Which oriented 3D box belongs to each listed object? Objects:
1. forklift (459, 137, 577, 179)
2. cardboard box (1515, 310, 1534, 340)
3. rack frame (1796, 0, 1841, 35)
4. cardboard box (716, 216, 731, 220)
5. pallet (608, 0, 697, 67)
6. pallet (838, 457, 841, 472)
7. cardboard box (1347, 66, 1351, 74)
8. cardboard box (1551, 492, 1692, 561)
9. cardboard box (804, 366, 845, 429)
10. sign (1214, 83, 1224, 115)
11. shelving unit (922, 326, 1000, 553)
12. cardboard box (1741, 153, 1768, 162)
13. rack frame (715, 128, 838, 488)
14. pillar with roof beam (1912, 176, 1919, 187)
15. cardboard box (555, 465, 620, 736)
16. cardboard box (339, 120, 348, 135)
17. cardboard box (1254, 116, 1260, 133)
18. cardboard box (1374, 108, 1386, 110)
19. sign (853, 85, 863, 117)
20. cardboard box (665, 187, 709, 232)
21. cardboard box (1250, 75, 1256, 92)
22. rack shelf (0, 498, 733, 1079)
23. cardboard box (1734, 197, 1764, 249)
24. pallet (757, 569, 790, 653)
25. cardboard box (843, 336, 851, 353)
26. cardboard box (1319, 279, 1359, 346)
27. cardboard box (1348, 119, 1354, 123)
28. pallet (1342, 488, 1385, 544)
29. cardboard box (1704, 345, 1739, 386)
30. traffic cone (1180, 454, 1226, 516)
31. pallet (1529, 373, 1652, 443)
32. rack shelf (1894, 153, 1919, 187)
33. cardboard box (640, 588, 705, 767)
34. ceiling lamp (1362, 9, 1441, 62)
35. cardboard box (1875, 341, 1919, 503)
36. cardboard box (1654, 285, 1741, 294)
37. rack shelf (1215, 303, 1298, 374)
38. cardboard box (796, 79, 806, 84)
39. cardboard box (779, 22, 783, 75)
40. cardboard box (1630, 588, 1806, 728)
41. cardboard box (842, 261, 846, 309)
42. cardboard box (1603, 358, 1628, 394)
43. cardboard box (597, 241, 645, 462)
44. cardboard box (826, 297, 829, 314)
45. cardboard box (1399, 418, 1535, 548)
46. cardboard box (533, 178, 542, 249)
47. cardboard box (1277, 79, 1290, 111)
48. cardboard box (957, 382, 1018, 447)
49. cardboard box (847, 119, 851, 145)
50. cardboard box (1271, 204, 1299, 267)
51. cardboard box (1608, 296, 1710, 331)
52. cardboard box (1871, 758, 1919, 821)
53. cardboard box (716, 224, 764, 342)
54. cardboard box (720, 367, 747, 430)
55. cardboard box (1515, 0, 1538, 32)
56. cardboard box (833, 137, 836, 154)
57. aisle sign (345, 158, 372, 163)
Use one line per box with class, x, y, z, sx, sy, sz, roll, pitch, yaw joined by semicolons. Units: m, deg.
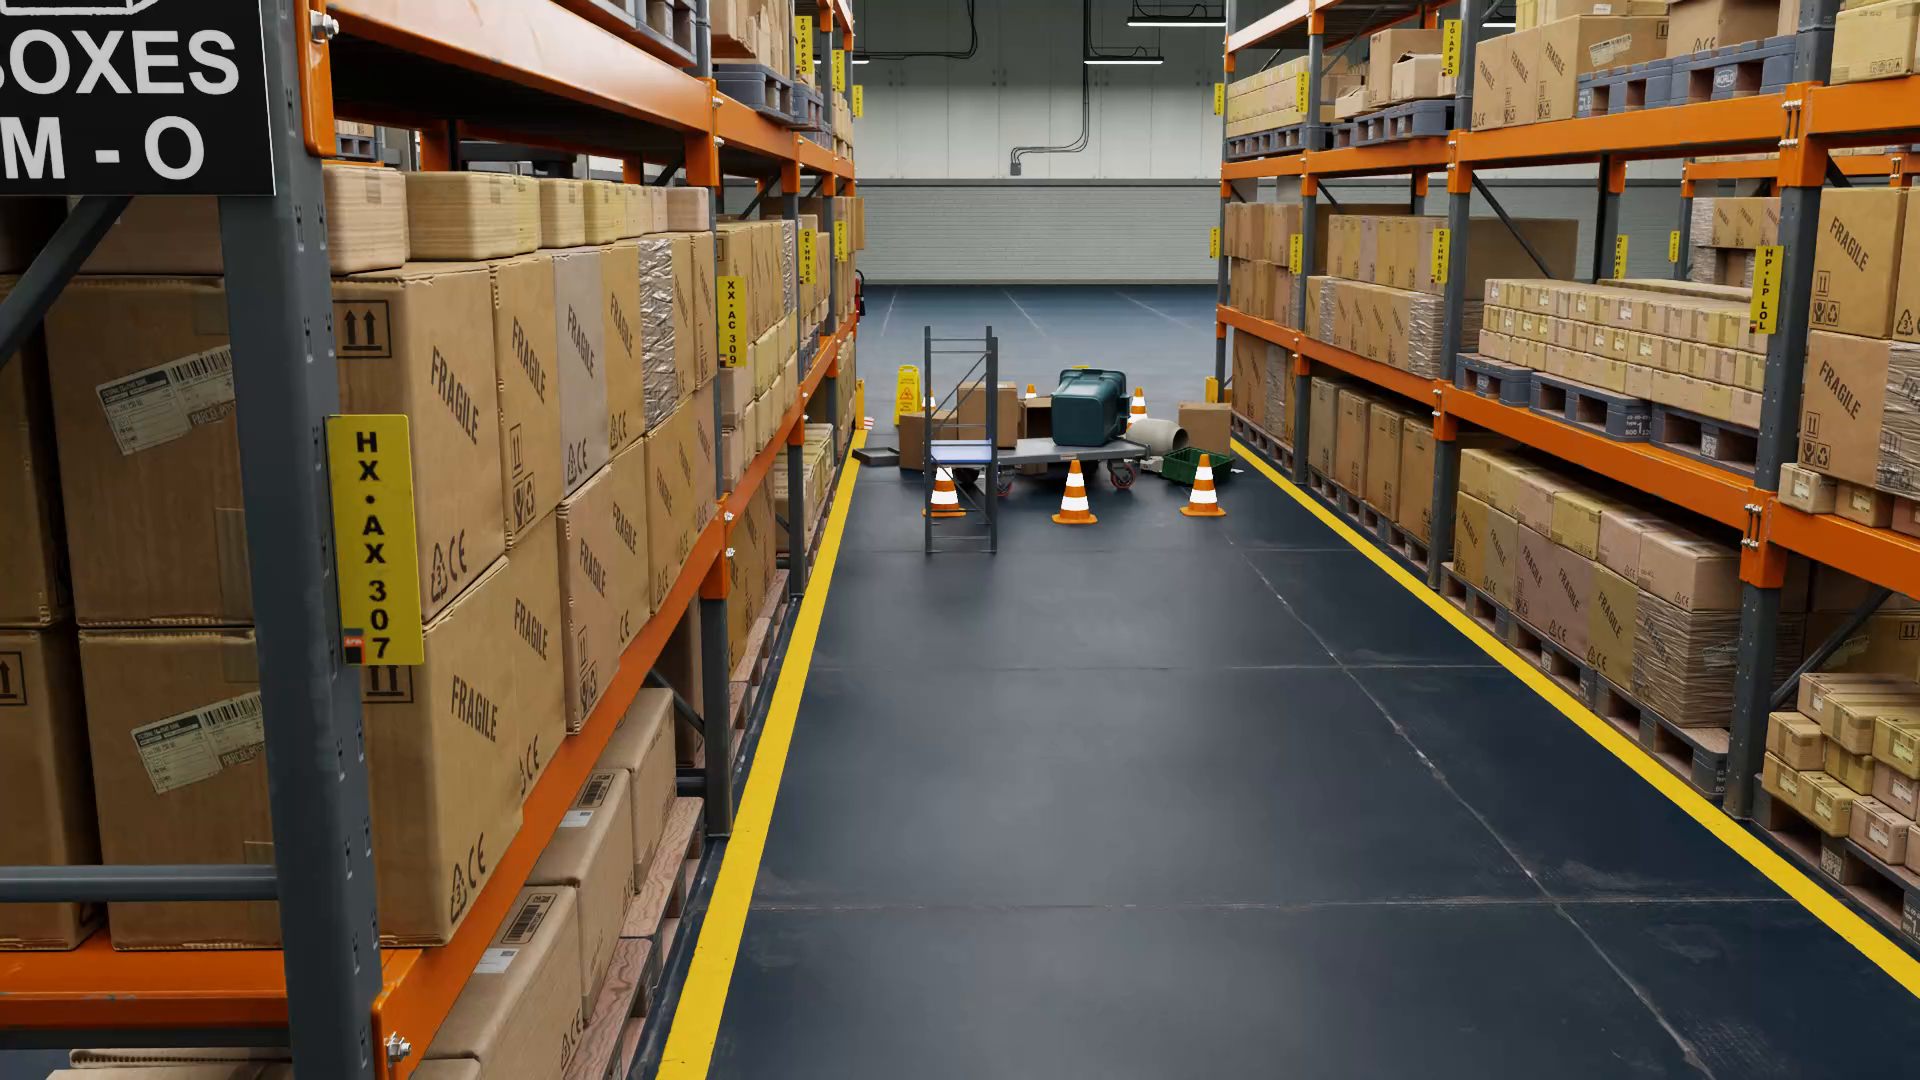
forklift;-3.045;-1.453;11.849;1.130;2.935;3.031;0;11;0
cardboard box;3.305;-1.189;9.203;0.380;0.149;0.250;-1;11;-3
rack frame;3.562;-3.309;5.738;1.000;3.000;0.127;0;11;-1
cardboard box;-1.783;-2.166;11.506;0.380;0.149;0.250;-1;11;-4
pallet;-1.378;-1.593;5.044;1.003;0.211;1.213;0;11;-1
pallet;-1.599;-0.686;14.909;1.003;0.211;1.213;0;11;-1
cardboard box;3.706;-4.228;15.132;0.380;0.149;0.250;0;11;-1
cardboard box;3.272;-0.072;8.213;0.500;0.250;0.500;-1;11;-4
cardboard box;-1.292;-1.263;14.715;0.500;0.500;0.500;0;11;2
sign;2.759;-4.691;17.694;0.100;0.325;0.005;0;11;-1
shelving unit;-0.002;-0.752;11.994;0.538;1.500;1.048;0;11;-1
cardboard box;8.050;-3.854;16.343;0.500;0.250;0.500;0;11;-1
rack frame;-1.550;-1.919;13.974;1.000;3.000;0.127;0;11;-1
pillar with roof beam;19.211;-10.374;40.559;9.100;9.000;0.548;0;11;-1
cardboard box;-1.056;0.119;3.676;0.500;0.500;0.500;0;11;-1
cardboard box;-6.269;-4.138;16.398;0.396;0.266;0.258;0;11;-1
cardboard box;3.033;-3.985;15.939;0.380;0.149;0.250;0;11;-1
cardboard box;3.224;-3.246;11.999;0.396;0.266;0.258;0;11;-1
sign;-1.077;-4.616;17.499;0.100;0.325;0.005;0;11;-1
cardboard box;-1.060;-1.126;5.666;0.380;0.149;0.250;0;11;-2
cardboard box;3.028;-4.427;16.109;0.380;0.149;0.250;0;11;-2
rack shelf;-1.343;0.421;4.247;1.077;0.370;4.000;0;11;-1
cardboard box;8.029;-3.130;16.431;0.500;0.500;0.500;0;11;-1
pallet;-1.526;0.400;9.558;1.003;0.211;1.213;0;11;-1
cardboard box;-1.275;-1.925;16.343;0.380;0.149;0.250;0;11;1
cardboard box;3.150;-1.802;13.148;0.500;0.500;0.500;0;11;-1
cardboard box;3.713;-3.786;14.956;0.380;0.149;0.250;0;11;-2
pallet;3.516;-0.197;12.498;1.003;0.211;1.213;0;11;-1
cardboard box;3.350;-0.728;6.932;0.380;0.149;0.250;0;11;-1
traffic cone;1.915;-0.443;13.081;0.336;0.463;0.334;0;11;-1
pallet;3.561;-0.677;8.334;1.003;0.211;1.213;0;11;-1
rack shelf;8.399;-2.680;11.988;1.077;0.370;4.000;0;11;-1
cardboard box;-1.477;0.384;6.911;0.875;0.875;0.875;0;11;1
ceiling lamp;11.174;-13.626;41.909;2.000;3.185;0.800;0;11;-1
cardboard box;3.338;-0.366;5.320;0.500;0.500;0.500;0;11;-1
cardboard box;3.966;-1.288;8.943;0.380;0.149;0.250;0;11;1
rack shelf;3.356;-2.004;16.205;1.077;0.370;4.000;0;11;-1
cardboard box;-1.378;-3.204;12.084;0.500;0.250;0.500;0;11;0
cardboard box;-1.089;-2.462;8.386;0.396;0.266;0.258;-1;11;-3
cardboard box;3.295;0.504;7.262;0.500;0.500;0.500;0;11;-2
cardboard box;-1.311;-2.402;15.355;0.500;0.500;0.500;0;11;-2
cardboard box;3.326;-0.789;7.980;0.380;0.149;0.250;0;11;1
cardboard box;-1.074;-0.473;4.082;0.500;0.500;0.500;0;11;-1
cardboard box;-1.263;-1.901;13.459;0.380;0.149;0.250;0;11;0
cardboard box;3.557;-0.389;11.034;1.050;0.750;0.750;0;11;-2
cardboard box;-1.081;-0.670;3.422;0.380;0.149;0.250;0;11;-1
cardboard box;3.120;-3.954;14.781;0.500;0.250;0.500;0;11;-1
cardboard box;0.229;-1.078;14.213;0.500;0.500;0.500;0;11;-1
cardboard box;-1.328;-3.953;16.083;0.500;0.250;0.500;0;11;0
cardboard box;3.296;-2.745;14.950;0.875;0.550;0.550;0;11;-1
cardboard box;3.333;-1.082;7.925;0.380;0.149;0.250;-1;11;-4
cardboard box;3.386;0.848;5.701;0.380;0.149;0.250;0;11;-1
cardboard box;-1.152;-1.157;7.453;0.500;0.500;0.500;-1;11;-3
cardboard box;-1.112;-0.589;6.538;0.500;0.250;0.500;-1;11;-3
cardboard box;3.223;-2.875;8.963;0.396;0.266;0.258;0;11;-1
cardboard box;-1.258;-3.381;14.269;0.380;0.149;0.250;0;11;-1
aisle sign;-6.303;-3.981;17.601;0.394;0.787;0.004;0;11;-1
